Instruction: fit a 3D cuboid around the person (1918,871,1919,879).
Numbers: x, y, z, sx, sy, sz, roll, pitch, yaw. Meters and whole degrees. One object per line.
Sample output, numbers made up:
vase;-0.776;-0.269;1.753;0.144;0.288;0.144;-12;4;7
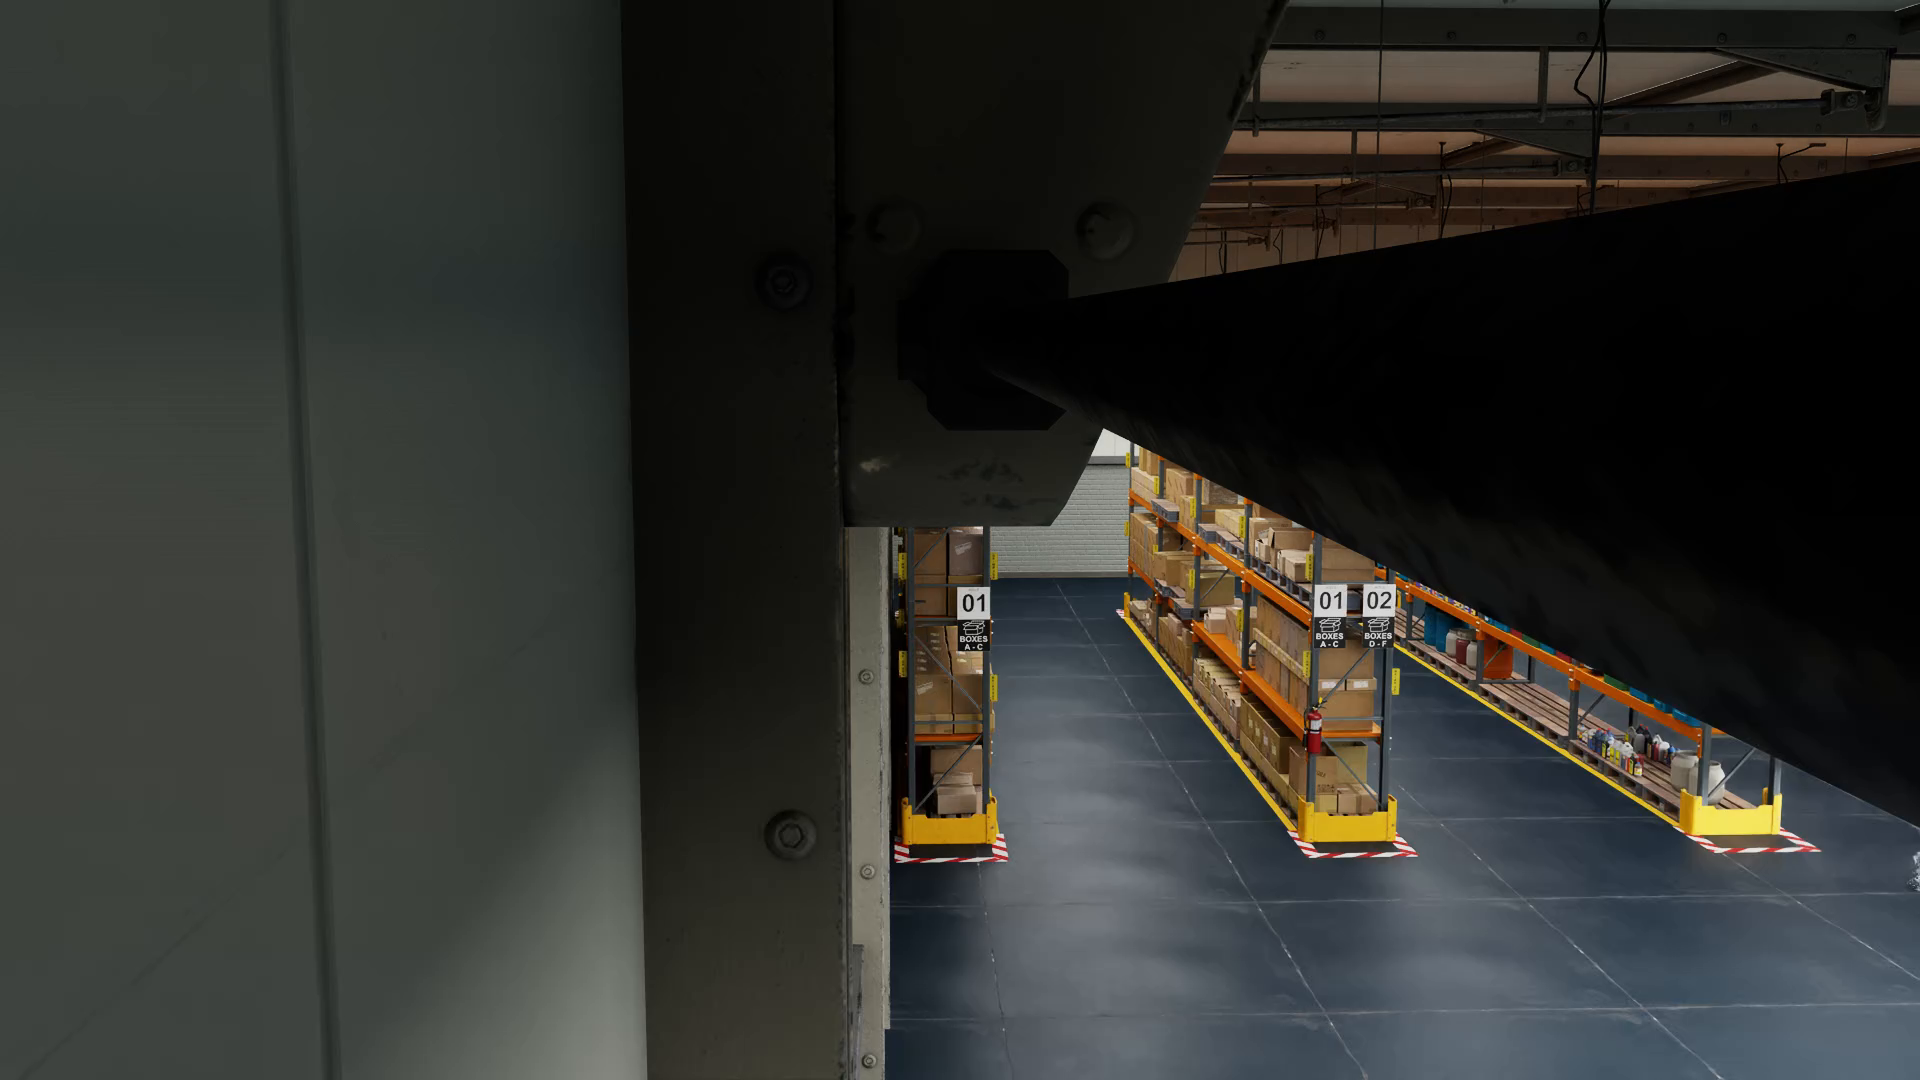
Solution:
person;11.218;3.184;18.543;0.825;1.601;0.548;5;9;32
